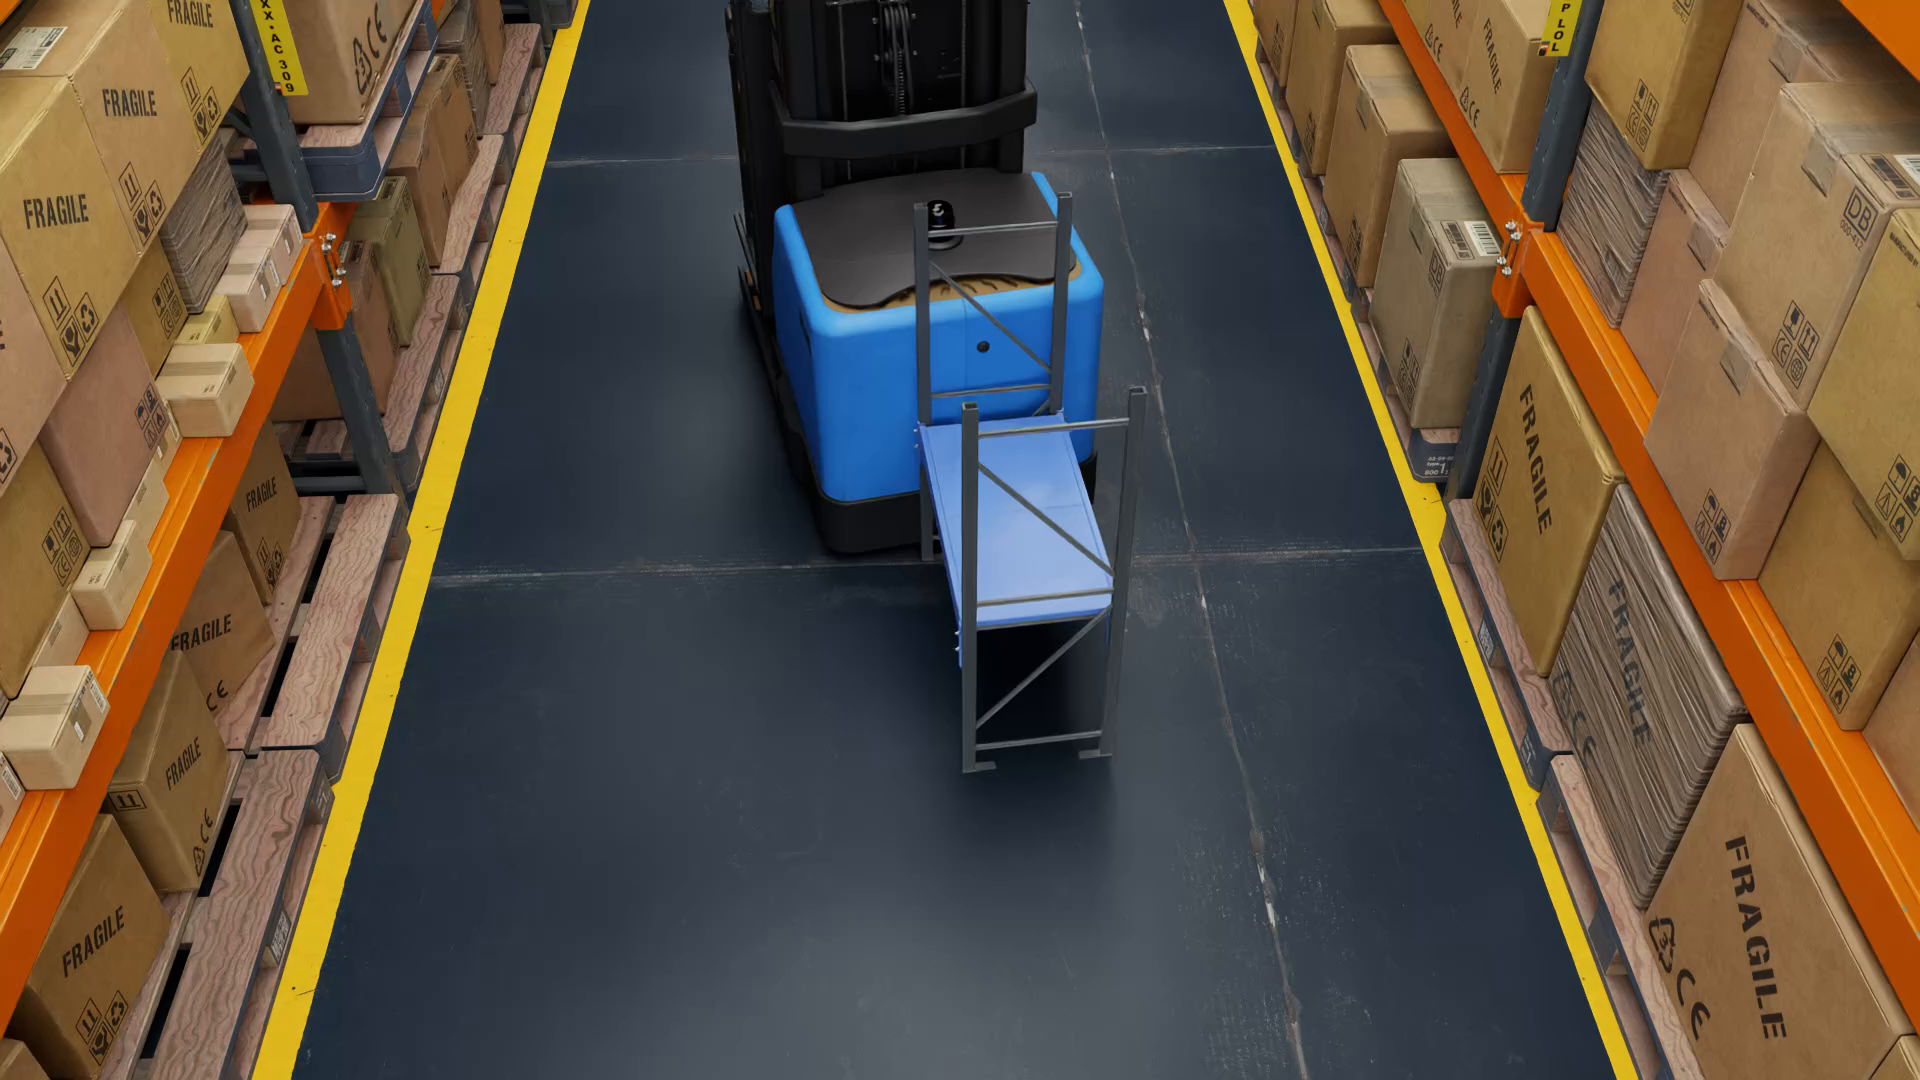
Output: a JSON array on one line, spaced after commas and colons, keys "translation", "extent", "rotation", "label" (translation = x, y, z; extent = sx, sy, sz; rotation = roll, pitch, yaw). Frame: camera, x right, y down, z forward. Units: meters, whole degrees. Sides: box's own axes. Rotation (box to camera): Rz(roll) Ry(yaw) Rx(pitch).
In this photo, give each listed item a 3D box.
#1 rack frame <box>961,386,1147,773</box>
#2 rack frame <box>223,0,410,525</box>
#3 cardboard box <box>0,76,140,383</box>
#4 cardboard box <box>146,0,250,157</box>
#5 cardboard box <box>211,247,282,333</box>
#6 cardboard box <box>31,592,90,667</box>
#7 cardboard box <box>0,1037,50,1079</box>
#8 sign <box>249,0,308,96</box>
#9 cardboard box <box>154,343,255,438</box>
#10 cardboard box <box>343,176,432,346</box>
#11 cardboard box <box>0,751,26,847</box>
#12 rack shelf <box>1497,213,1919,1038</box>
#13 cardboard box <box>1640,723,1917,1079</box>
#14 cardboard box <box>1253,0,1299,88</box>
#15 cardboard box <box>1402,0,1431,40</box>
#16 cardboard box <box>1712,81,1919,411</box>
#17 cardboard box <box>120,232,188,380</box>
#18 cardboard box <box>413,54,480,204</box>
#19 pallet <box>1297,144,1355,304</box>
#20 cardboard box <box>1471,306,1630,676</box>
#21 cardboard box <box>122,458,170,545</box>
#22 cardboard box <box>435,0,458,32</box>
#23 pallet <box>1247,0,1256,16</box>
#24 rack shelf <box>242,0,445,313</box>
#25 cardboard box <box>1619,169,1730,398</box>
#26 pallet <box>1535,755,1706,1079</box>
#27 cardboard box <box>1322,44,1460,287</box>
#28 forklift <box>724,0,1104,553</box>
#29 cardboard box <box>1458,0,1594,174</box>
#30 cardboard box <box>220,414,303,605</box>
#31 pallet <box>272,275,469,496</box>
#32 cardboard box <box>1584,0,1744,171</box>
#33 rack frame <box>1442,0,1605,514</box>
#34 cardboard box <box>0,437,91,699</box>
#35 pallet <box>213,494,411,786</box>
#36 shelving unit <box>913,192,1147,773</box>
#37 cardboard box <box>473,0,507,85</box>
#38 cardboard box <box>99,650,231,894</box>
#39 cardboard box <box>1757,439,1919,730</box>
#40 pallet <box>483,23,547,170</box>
[{"translation": [0.253, 0.173, 4.951], "extent": [0.500, 1.500, 0.032], "rotation": [-6, 43, -6], "label": "rack frame"}, {"translation": [-2.601, -1.153, 5.288], "extent": [1.000, 3.000, 0.127], "rotation": [-2, 43, -2], "label": "rack frame"}, {"translation": [-2.264, -0.697, 3.756], "extent": [0.500, 0.500, 0.500], "rotation": [-2, 43, -2], "label": "cardboard box"}, {"translation": [-2.307, -1.372, 4.493], "extent": [0.500, 0.500, 0.500], "rotation": [-2, 43, -2], "label": "cardboard box"}, {"translation": [-2.297, -0.754, 5.039], "extent": [0.380, 0.149, 0.250], "rotation": [-2, 43, -2], "label": "cardboard box"}, {"translation": [-2.315, 0.261, 3.932], "extent": [0.380, 0.149, 0.250], "rotation": [-2, 43, -2], "label": "cardboard box"}, {"translation": [-2.500, 1.490, 3.944], "extent": [0.500, 0.500, 0.500], "rotation": [9, 43, 9], "label": "cardboard box"}, {"translation": [-2.059, -1.492, 5.018], "extent": [0.100, 0.325, 0.005], "rotation": [-2, 43, -2], "label": "sign"}, {"translation": [-2.224, -0.418, 4.672], "extent": [0.380, 0.149, 0.250], "rotation": [-2, 43, -2], "label": "cardboard box"}, {"translation": [-2.607, -1.131, 6.788], "extent": [0.700, 0.500, 0.500], "rotation": [-2, 43, -2], "label": "cardboard box"}, {"translation": [-2.265, 0.597, 3.564], "extent": [0.380, 0.149, 0.250], "rotation": [-2, 43, -2], "label": "cardboard box"}, {"translation": [2.444, 0.389, 4.138], "extent": [1.077, 0.370, 4.000], "rotation": [-2, 43, -2], "label": "rack shelf"}, {"translation": [2.395, 1.052, 4.144], "extent": [0.875, 0.875, 0.875], "rotation": [-2, 43, -2], "label": "cardboard box"}, {"translation": [2.125, -2.839, 8.481], "extent": [1.050, 0.750, 0.750], "rotation": [-2, 43, -2], "label": "cardboard box"}, {"translation": [2.027, -2.290, 6.455], "extent": [0.500, 0.500, 0.500], "rotation": [-1, 43, -1], "label": "cardboard box"}, {"translation": [2.365, -0.694, 3.877], "extent": [0.875, 0.550, 0.550], "rotation": [-2, 43, -2], "label": "cardboard box"}, {"translation": [-2.657, -0.655, 4.450], "extent": [0.875, 0.500, 0.500], "rotation": [-2, 43, -2], "label": "cardboard box"}, {"translation": [-2.655, -1.885, 7.611], "extent": [0.700, 0.500, 0.500], "rotation": [2, 43, 2], "label": "cardboard box"}, {"translation": [2.196, -1.543, 7.777], "extent": [1.003, 0.211, 1.213], "rotation": [-2, 43, -2], "label": "pallet"}, {"translation": [2.316, -0.172, 5.479], "extent": [0.875, 0.875, 0.875], "rotation": [-1, 43, -1], "label": "cardboard box"}, {"translation": [-2.294, -0.078, 4.301], "extent": [0.380, 0.149, 0.250], "rotation": [-2, 43, -2], "label": "cardboard box"}, {"translation": [-2.680, -2.561, 7.793], "extent": [0.500, 0.250, 0.500], "rotation": [3, 43, 3], "label": "cardboard box"}, {"translation": [2.157, -3.427, 9.832], "extent": [1.003, 0.211, 1.213], "rotation": [-2, 43, -2], "label": "pallet"}, {"translation": [-2.686, -2.238, 7.004], "extent": [1.077, 0.370, 4.000], "rotation": [-2, 43, -2], "label": "rack shelf"}, {"translation": [2.433, -0.663, 4.642], "extent": [0.875, 0.550, 0.550], "rotation": [-2, 43, -2], "label": "cardboard box"}, {"translation": [2.368, 1.143, 4.847], "extent": [1.003, 0.211, 1.213], "rotation": [-2, 43, -2], "label": "pallet"}, {"translation": [2.206, -1.620, 7.152], "extent": [1.050, 0.750, 0.750], "rotation": [-2, 43, -2], "label": "cardboard box"}, {"translation": [-0.351, -2.042, 6.308], "extent": [1.130, 2.935, 3.031], "rotation": [-10, 43, -11], "label": "forklift"}, {"translation": [2.070, -1.608, 5.711], "extent": [0.500, 0.500, 0.500], "rotation": [-2, 43, -2], "label": "cardboard box"}, {"translation": [-2.624, -0.115, 5.694], "extent": [0.500, 0.500, 0.500], "rotation": [-3, 43, -3], "label": "cardboard box"}, {"translation": [-2.635, -0.650, 6.803], "extent": [1.003, 0.211, 1.213], "rotation": [-2, 43, -2], "label": "pallet"}, {"translation": [2.340, -1.430, 4.680], "extent": [0.875, 0.550, 0.550], "rotation": [-2, 43, -2], "label": "cardboard box"}, {"translation": [2.359, -1.227, 5.368], "extent": [1.000, 3.000, 0.127], "rotation": [-2, 43, -2], "label": "rack frame"}, {"translation": [-2.556, 0.018, 3.716], "extent": [0.875, 0.500, 0.500], "rotation": [-2, 43, -2], "label": "cardboard box"}, {"translation": [-2.537, 0.328, 5.736], "extent": [1.003, 0.211, 1.213], "rotation": [-2, 43, -2], "label": "pallet"}, {"translation": [0.179, -0.167, 5.322], "extent": [0.538, 1.500, 1.048], "rotation": [-6, 43, -6], "label": "shelving unit"}, {"translation": [-2.722, -2.642, 8.437], "extent": [0.700, 0.500, 0.500], "rotation": [-4, 43, -4], "label": "cardboard box"}, {"translation": [-2.487, 0.689, 4.818], "extent": [0.500, 0.500, 0.500], "rotation": [-5, 43, -6], "label": "cardboard box"}, {"translation": [2.461, 0.060, 3.853], "extent": [0.875, 0.550, 0.500], "rotation": [-2, 43, -2], "label": "cardboard box"}, {"translation": [-2.739, -2.297, 8.600], "extent": [1.003, 0.211, 1.213], "rotation": [-2, 43, -2], "label": "pallet"}]
